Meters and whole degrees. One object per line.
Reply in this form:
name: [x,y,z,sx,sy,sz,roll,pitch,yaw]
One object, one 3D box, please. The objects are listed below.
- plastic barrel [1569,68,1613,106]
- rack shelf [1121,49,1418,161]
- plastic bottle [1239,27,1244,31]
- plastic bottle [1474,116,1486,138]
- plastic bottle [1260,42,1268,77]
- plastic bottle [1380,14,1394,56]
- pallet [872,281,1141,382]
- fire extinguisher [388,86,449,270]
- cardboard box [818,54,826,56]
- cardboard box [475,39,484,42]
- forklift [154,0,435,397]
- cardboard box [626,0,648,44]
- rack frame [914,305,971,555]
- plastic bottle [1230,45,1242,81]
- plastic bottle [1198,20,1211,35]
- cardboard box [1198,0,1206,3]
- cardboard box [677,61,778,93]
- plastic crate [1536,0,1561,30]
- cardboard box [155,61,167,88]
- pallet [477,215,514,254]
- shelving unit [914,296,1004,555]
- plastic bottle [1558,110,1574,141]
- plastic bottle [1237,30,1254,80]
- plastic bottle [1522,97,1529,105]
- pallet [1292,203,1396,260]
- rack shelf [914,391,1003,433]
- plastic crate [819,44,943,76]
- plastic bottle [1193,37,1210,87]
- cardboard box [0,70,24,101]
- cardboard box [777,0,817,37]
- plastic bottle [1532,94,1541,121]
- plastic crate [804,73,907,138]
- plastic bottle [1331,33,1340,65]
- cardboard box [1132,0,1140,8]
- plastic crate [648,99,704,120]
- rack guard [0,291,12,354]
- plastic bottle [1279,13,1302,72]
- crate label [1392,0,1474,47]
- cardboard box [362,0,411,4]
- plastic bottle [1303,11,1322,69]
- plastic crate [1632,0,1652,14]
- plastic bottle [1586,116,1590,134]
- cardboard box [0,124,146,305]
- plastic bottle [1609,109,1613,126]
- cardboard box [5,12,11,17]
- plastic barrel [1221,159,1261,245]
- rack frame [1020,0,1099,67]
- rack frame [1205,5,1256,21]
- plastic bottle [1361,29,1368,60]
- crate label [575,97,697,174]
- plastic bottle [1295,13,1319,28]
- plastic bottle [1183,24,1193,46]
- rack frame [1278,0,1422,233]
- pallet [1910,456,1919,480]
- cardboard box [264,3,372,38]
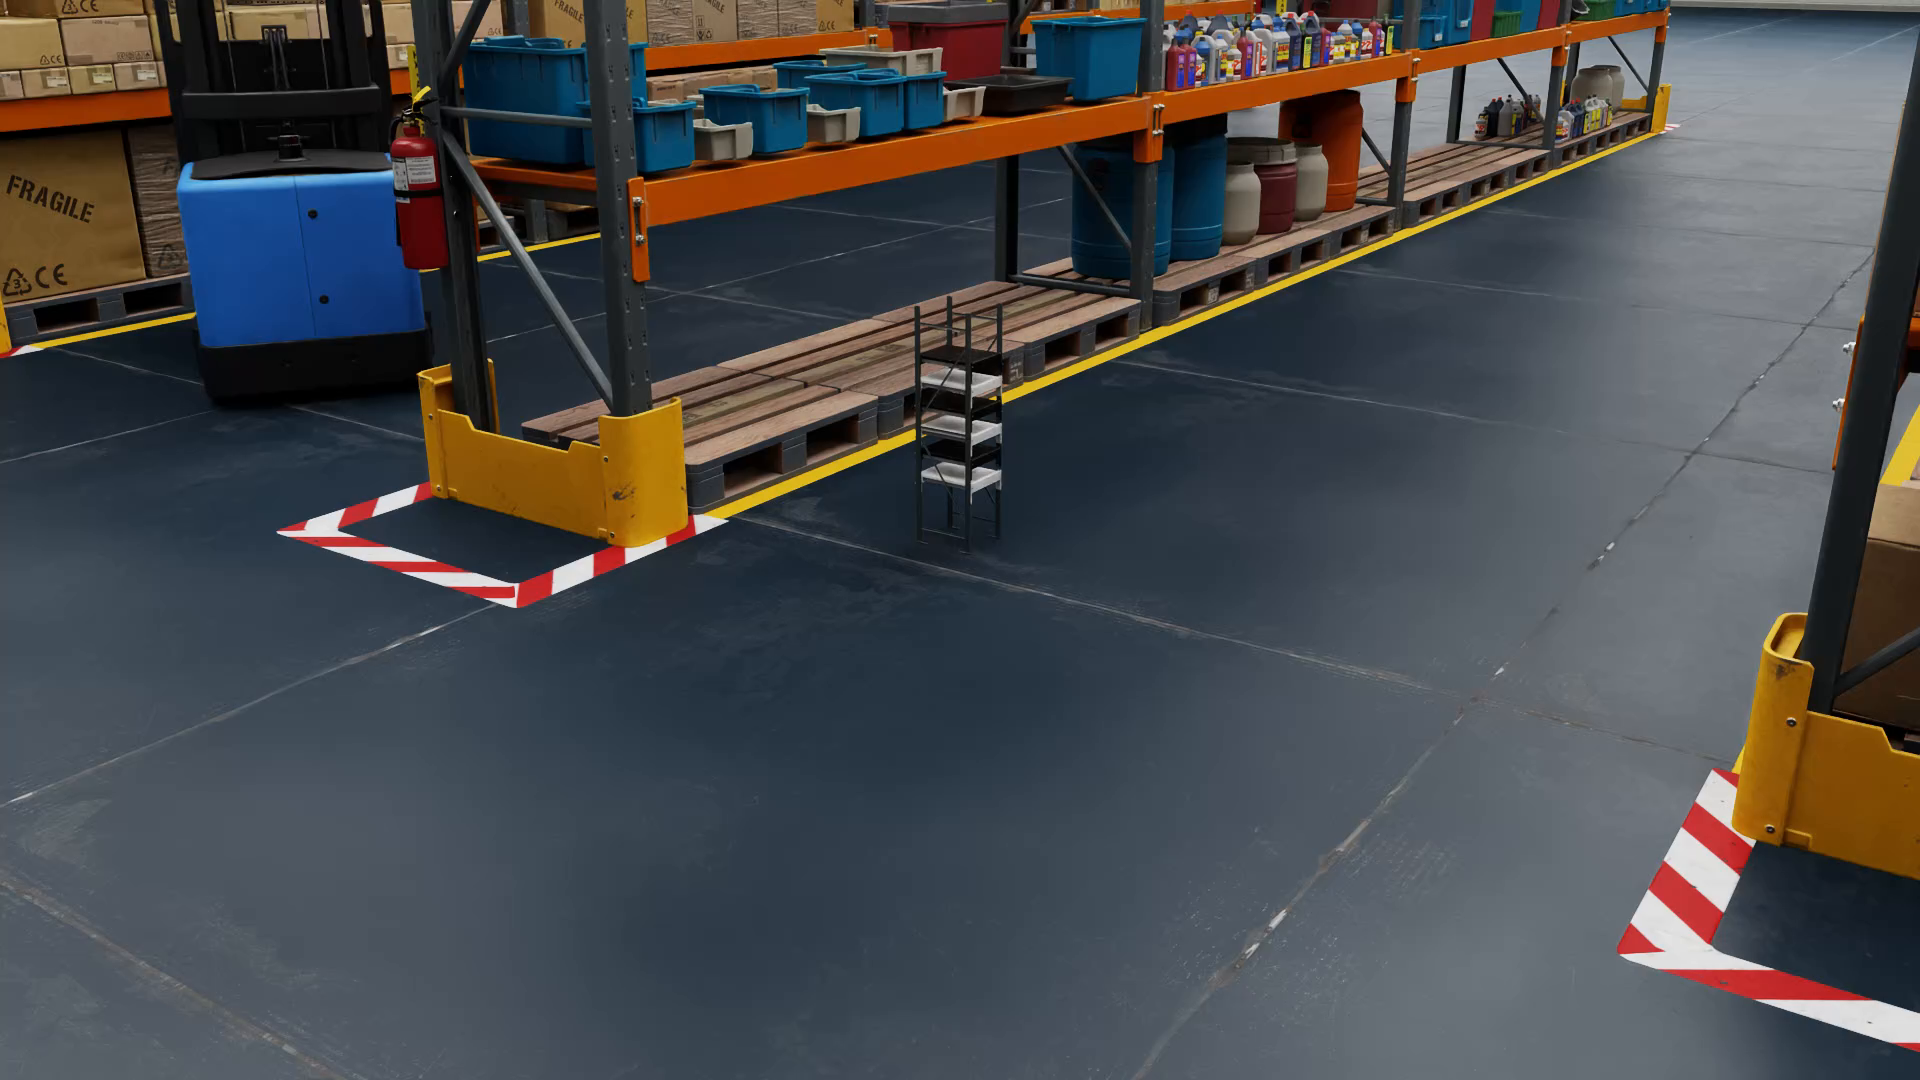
plastic barrel: [6.807,-4.814,17.938,0.421,0.512,0.421,0,20,0]
rack shelf: [1.774,-2.925,10.886,1.077,0.370,4.000,13,24,32]
plastic bottle: [1.964,-3.483,11.644,0.097,0.201,0.097,0,20,0]
plastic bottle: [5.093,-4.043,16.271,0.097,0.201,0.097,0,20,0]
plastic bottle: [1.833,-2.948,10.197,0.097,0.201,0.097,0,20,0]
plastic bottle: [3.023,-3.582,11.795,0.061,0.283,0.133,13,24,32]
pallet: [0.268,-1.162,9.103,1.003,0.211,1.213,13,24,32]
fire extinguisher: [-2.060,-1.375,6.308,0.296,0.674,0.183,13,24,32]
cardboard box: [-2.080,-6.573,22.168,0.875,0.875,0.875,13,24,32]
cardboard box: [-3.347,-3.386,11.456,0.380,0.149,0.250,13,24,32]
forklift: [-3.638,-2.531,8.882,1.130,2.935,3.031,-8,22,-20]
cardboard box: [-2.700,-3.929,12.420,0.500,0.500,0.500,13,24,32]
rack frame: [-0.062,-0.391,6.024,0.240,0.900,0.006,13,24,32]
plastic bottle: [1.628,-2.843,9.913,0.097,0.201,0.097,0,20,0]
plastic bottle: [1.608,-3.319,11.094,0.152,0.276,0.135,13,24,32]
cardboard box: [2.742,-6.572,20.071,0.380,0.149,0.250,13,24,32]
cardboard box: [-2.111,-3.555,14.008,1.225,0.875,0.875,13,24,32]
plastic crate: [5.127,-4.816,14.868,0.402,0.464,0.583,13,24,32]
cardboard box: [-4.647,-2.722,9.662,0.380,0.149,0.250,13,24,31]
pallet: [-3.939,-2.144,11.757,1.003,0.211,1.213,13,24,32]
shelving unit: [-0.005,-0.420,6.103,0.258,0.900,0.210,13,24,32]
plastic bottle: [5.847,-4.017,16.093,0.152,0.276,0.135,14,25,34]
plastic bottle: [1.708,-2.911,9.979,0.061,0.283,0.133,13,24,32]
plastic bottle: [5.869,-4.472,17.330,0.097,0.271,0.097,0,20,0]
pallet: [2.489,-2.294,12.163,1.003,0.211,1.213,13,24,32]
rack shelf: [-0.005,-0.473,6.083,0.258,0.077,0.200,13,24,32]
plastic crate: [-0.361,-2.259,8.133,0.437,0.282,0.530,13,24,32]
plastic bottle: [1.388,-2.753,9.570,0.097,0.271,0.097,0,20,0]
cardboard box: [-5.223,-2.427,8.864,0.380,0.149,0.250,14,24,32]
cardboard box: [-1.556,-4.517,14.010,0.500,0.500,0.500,13,24,31]
plastic bottle: [6.118,-4.599,17.673,0.097,0.271,0.097,0,20,0]
plastic crate: [-0.448,-1.875,7.165,0.416,0.233,0.300,13,24,32]
plastic bottle: [2.485,-3.281,11.097,0.097,0.201,0.097,0,20,0]
cardboard box: [1.821,-6.055,18.673,0.380,0.149,0.250,13,24,32]
plastic crate: [-1.116,-1.795,7.088,0.396,0.136,0.243,13,24,32]
rack guard: [-5.709,-1.328,9.134,1.175,0.500,0.348,13,24,32]
plastic bottle: [2.078,-3.157,10.548,0.144,0.351,0.185,13,24,32]
crate label: [3.680,-4.085,12.935,0.502,0.435,0.616,13,24,32]
cardboard box: [-3.769,-3.749,10.782,0.500,0.500,0.500,14,24,32]
plastic bottle: [2.257,-3.249,10.795,0.144,0.351,0.185,13,24,32]
plastic crate: [6.991,-5.675,17.497,0.499,0.251,0.408,13,24,32]
plastic bottle: [6.228,-4.160,16.586,0.097,0.201,0.097,0,20,0]
cardboard box: [-5.402,-1.907,9.553,0.875,0.875,0.875,13,24,32]
plastic bottle: [6.725,-4.413,17.272,0.097,0.201,0.097,0,20,0]
cardboard box: [-5.357,-2.912,9.602,0.500,0.250,0.500,13,24,31]
plastic barrel: [1.759,-2.219,10.922,0.421,0.512,0.421,0,20,0]
rack frame: [1.050,-5.950,18.027,1.000,3.000,0.127,13,24,32]
rack frame: [3.299,-7.098,21.130,1.000,3.000,0.127,13,24,32]
plastic bottle: [2.759,-3.420,11.474,0.097,0.201,0.097,0,20,0]
crate label: [-1.188,-1.497,6.144,0.416,0.233,0.303,13,24,32]
plastic bottle: [2.513,-3.688,12.089,0.152,0.276,0.135,13,24,32]
plastic bottle: [1.466,-3.224,10.843,0.097,0.271,0.097,0,20,0]
rack frame: [2.898,-3.836,12.313,1.000,3.000,0.127,13,24,32]
pallet: [4.357,-0.217,6.547,1.003,0.211,1.213,13,24,32]
cardboard box: [-4.054,-3.251,10.516,0.500,0.250,0.500,14,24,33]
